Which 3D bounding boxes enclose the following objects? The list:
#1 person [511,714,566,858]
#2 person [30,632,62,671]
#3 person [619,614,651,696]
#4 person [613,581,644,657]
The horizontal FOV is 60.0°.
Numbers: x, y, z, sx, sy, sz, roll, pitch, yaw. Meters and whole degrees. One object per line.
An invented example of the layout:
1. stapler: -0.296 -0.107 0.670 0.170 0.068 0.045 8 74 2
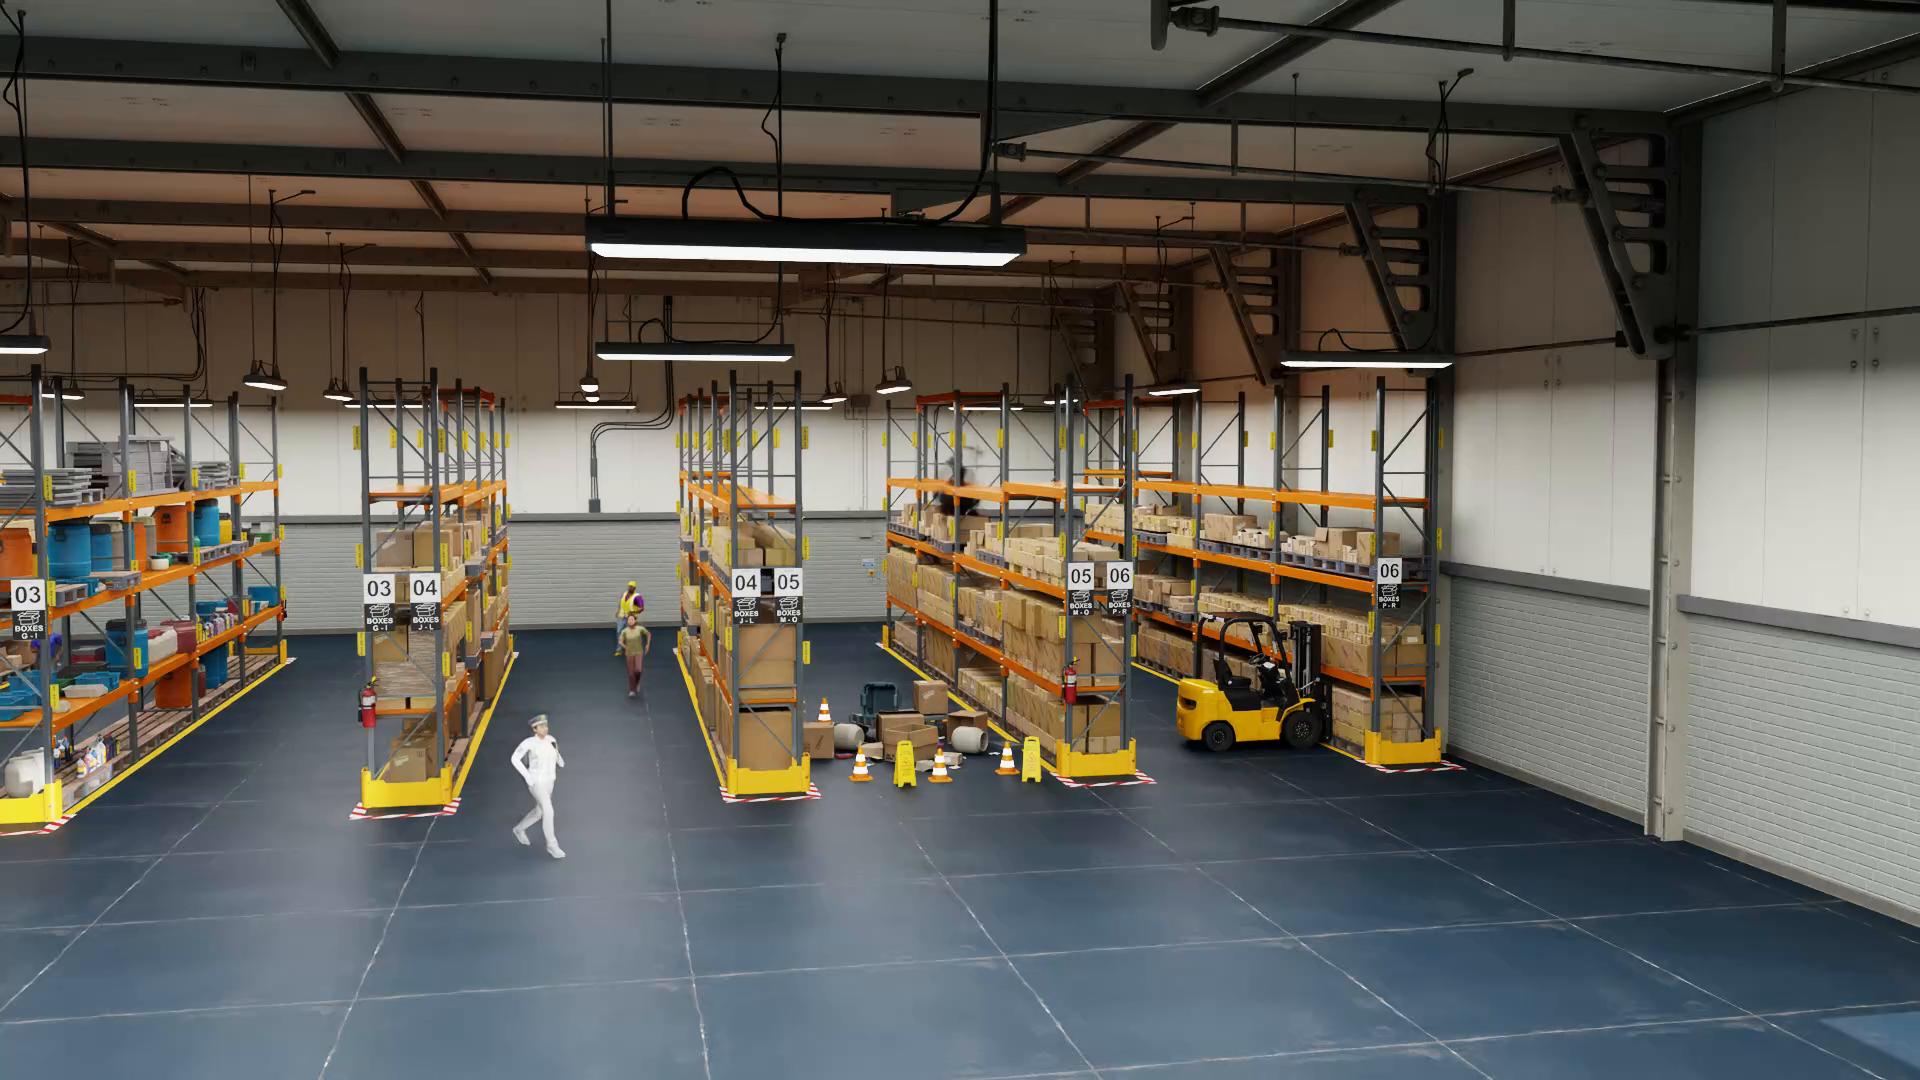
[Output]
1. person: -5.098 2.954 20.188 0.869 1.718 0.587 2 4 31
2. person: -17.103 2.334 31.143 0.558 1.685 0.667 -1 4 -22
3. person: -6.347 2.257 32.436 0.596 1.607 0.689 0 3 -6
4. person: -7.742 1.830 38.787 0.750 1.748 0.817 1 4 21
